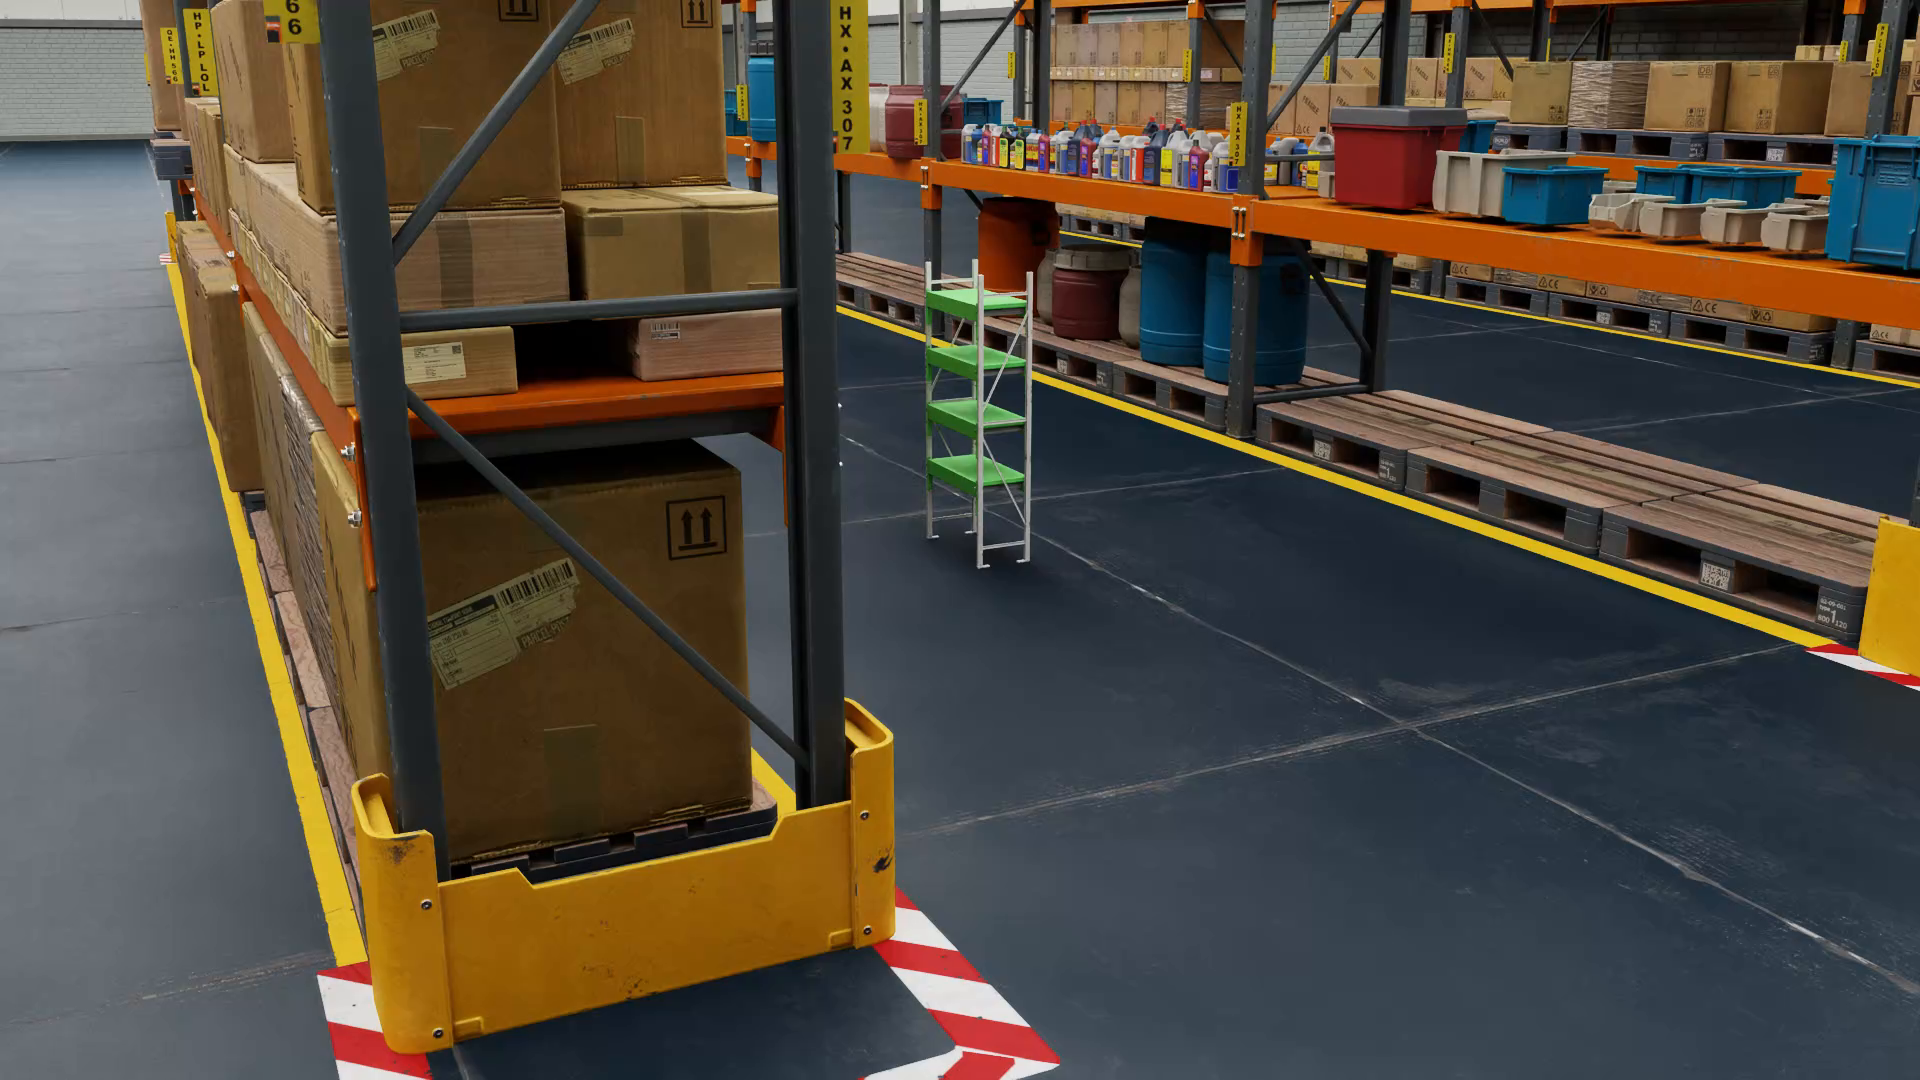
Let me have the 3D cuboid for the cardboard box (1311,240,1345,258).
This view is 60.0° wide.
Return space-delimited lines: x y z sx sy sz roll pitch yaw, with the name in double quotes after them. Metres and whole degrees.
3.762 -2.888 16.100 0.500 0.250 0.500 -7 18 -24 "cardboard box"

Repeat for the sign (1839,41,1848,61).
8.626 -4.704 16.251 0.100 0.325 0.005 -8 18 -25 "sign"

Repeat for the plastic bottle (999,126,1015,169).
0.323 -2.701 11.436 0.061 0.283 0.133 -8 18 -25 "plastic bottle"

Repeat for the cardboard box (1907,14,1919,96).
6.364 -3.040 10.413 0.500 0.500 0.500 -7 17 -23 "cardboard box"

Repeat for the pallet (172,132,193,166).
-5.152 -2.852 12.098 1.003 0.211 1.213 -8 18 -25 "pallet"

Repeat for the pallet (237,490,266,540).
-2.902 -0.308 7.942 1.003 0.211 1.213 -8 18 -25 "pallet"

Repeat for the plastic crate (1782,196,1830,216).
3.533 -1.334 6.830 0.250 0.136 0.298 -8 18 -25 "plastic crate"

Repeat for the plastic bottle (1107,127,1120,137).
1.071 -2.762 11.669 0.097 0.271 0.097 0 16 0 "plastic bottle"

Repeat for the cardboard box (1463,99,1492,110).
6.667 -5.389 20.826 0.500 0.250 0.500 -8 18 -25 "cardboard box"

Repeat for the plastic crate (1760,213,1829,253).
3.189 -1.155 6.208 0.396 0.136 0.243 -8 18 -25 "plastic crate"

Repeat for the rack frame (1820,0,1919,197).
9.110 -4.254 16.636 1.000 3.000 0.127 -8 18 -25 "rack frame"

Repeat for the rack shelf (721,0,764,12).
-2.425 -5.640 17.334 1.077 0.370 4.000 -8 18 -25 "rack shelf"

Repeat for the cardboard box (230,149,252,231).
-2.312 -1.265 5.954 0.500 0.250 0.500 -8 18 -25 "cardboard box"

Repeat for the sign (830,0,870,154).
-0.242 -0.994 3.564 0.100 0.325 0.005 -8 18 -25 "sign"

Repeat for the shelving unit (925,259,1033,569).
0.073 -0.536 6.942 0.258 1.200 0.503 -8 18 -25 "shelving unit"

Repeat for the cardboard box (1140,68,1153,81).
2.255 -5.239 18.711 0.380 0.149 0.250 -8 18 -25 "cardboard box"

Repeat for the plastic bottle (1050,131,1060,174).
0.635 -2.530 10.862 0.097 0.271 0.097 0 16 0 "plastic bottle"

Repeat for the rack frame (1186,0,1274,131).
2.906 -4.646 18.003 1.000 3.000 0.127 -8 18 -25 "rack frame"

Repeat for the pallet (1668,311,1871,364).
6.020 -1.519 12.162 1.003 0.211 1.213 -8 18 -25 "pallet"

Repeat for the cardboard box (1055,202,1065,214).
1.411 -4.235 20.793 0.500 0.250 0.500 -8 18 -25 "cardboard box"

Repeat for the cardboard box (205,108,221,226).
-3.157 -1.721 7.628 0.500 0.500 0.500 -7 17 -23 "cardboard box"

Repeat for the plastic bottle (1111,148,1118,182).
0.978 -2.302 10.196 0.097 0.201 0.097 0 16 0 "plastic bottle"

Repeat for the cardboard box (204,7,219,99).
-3.943 -2.805 9.588 0.797 0.503 0.637 -7 17 -23 "cardboard box"

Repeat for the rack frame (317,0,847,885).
-0.744 -0.475 3.466 1.000 3.000 0.127 -8 18 -25 "rack frame"

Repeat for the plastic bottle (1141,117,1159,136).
1.298 -2.656 11.159 0.144 0.351 0.185 -8 18 -25 "plastic bottle"

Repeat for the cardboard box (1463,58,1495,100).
6.648 -5.747 20.714 0.500 0.500 0.500 -8 18 -25 "cardboard box"

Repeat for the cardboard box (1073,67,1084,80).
1.586 -5.619 20.035 0.380 0.149 0.250 -8 18 -27 "cardboard box"

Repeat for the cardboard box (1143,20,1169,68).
2.483 -5.552 18.627 0.700 0.500 0.500 -8 18 -25 "cardboard box"

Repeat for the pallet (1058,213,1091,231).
1.526 -4.113 21.201 1.003 0.211 1.213 -8 18 -25 "pallet"

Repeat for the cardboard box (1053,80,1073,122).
1.581 -5.439 20.585 0.700 0.500 0.500 -7 17 -23 "cardboard box"

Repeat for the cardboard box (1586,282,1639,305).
5.284 -2.134 12.983 0.500 0.500 0.500 -8 18 -27 "cardboard box"

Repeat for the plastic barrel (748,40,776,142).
-1.651 -4.157 15.390 0.600 0.901 0.708 -8 18 -25 "plastic barrel"

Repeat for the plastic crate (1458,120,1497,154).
2.467 -2.011 8.742 0.392 0.384 0.575 -8 18 -25 "plastic crate"

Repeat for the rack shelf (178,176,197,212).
-5.125 -2.608 12.206 1.077 0.370 4.000 -8 18 -25 "rack shelf"

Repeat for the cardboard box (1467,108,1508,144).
4.538 -3.707 14.892 0.500 0.311 0.500 -6 17 -21 "cardboard box"

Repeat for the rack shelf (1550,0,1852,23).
8.234 -5.846 18.050 1.077 0.370 4.000 -8 18 -25 "rack shelf"

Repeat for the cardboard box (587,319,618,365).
-0.716 -0.545 4.168 0.380 0.149 0.250 -8 18 -26 "cardboard box"

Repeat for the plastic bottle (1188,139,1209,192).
1.351 -2.119 9.409 0.061 0.283 0.133 -8 18 -25 "plastic bottle"

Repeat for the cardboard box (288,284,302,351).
-1.529 -0.591 4.328 0.380 0.149 0.250 -7 18 -24 "cardboard box"

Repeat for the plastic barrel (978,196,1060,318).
0.434 -2.096 12.290 0.600 0.830 0.708 -8 18 -25 "plastic barrel"

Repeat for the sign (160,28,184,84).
-4.732 -2.909 9.993 0.100 0.325 0.005 -8 18 -25 "sign"

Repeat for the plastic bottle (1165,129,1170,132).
1.350 -2.582 11.022 0.061 0.283 0.133 -8 18 -25 "plastic bottle"

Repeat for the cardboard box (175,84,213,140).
-4.855 -2.963 11.197 0.700 0.500 0.500 -5 17 -17 "cardboard box"

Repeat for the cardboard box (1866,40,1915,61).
9.089 -4.664 15.949 0.500 0.250 0.500 -7 18 -24 "cardboard box"

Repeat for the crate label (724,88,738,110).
-2.251 -4.634 17.895 0.502 0.435 0.616 -8 18 -25 "crate label"

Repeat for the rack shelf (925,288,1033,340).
0.073 -0.936 6.827 0.258 0.148 0.480 -8 18 -25 "rack shelf"

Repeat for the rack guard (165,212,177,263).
-7.720 -3.221 17.570 1.175 0.500 0.348 -8 18 -25 "rack guard"

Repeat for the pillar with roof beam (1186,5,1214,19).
0.191 -10.020 25.852 9.100 9.000 0.400 -8 18 -25 "pillar with roof beam"

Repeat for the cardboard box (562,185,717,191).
-0.945 -0.825 4.421 0.500 0.250 0.500 -8 18 -26 "cardboard box"

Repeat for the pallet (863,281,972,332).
-0.101 -1.913 13.535 1.003 0.211 1.213 -8 18 -25 "pallet"

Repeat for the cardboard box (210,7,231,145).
-2.516 -1.748 6.277 0.500 0.500 0.500 -8 18 -25 "cardboard box"

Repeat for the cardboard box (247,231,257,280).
-2.205 -0.973 5.660 0.380 0.149 0.250 -8 18 -26 "cardboard box"

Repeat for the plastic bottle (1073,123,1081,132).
0.866 -2.895 12.111 0.061 0.283 0.133 -8 18 -25 "plastic bottle"

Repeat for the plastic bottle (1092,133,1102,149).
0.872 -2.434 10.528 0.097 0.271 0.097 0 16 0 "plastic bottle"
